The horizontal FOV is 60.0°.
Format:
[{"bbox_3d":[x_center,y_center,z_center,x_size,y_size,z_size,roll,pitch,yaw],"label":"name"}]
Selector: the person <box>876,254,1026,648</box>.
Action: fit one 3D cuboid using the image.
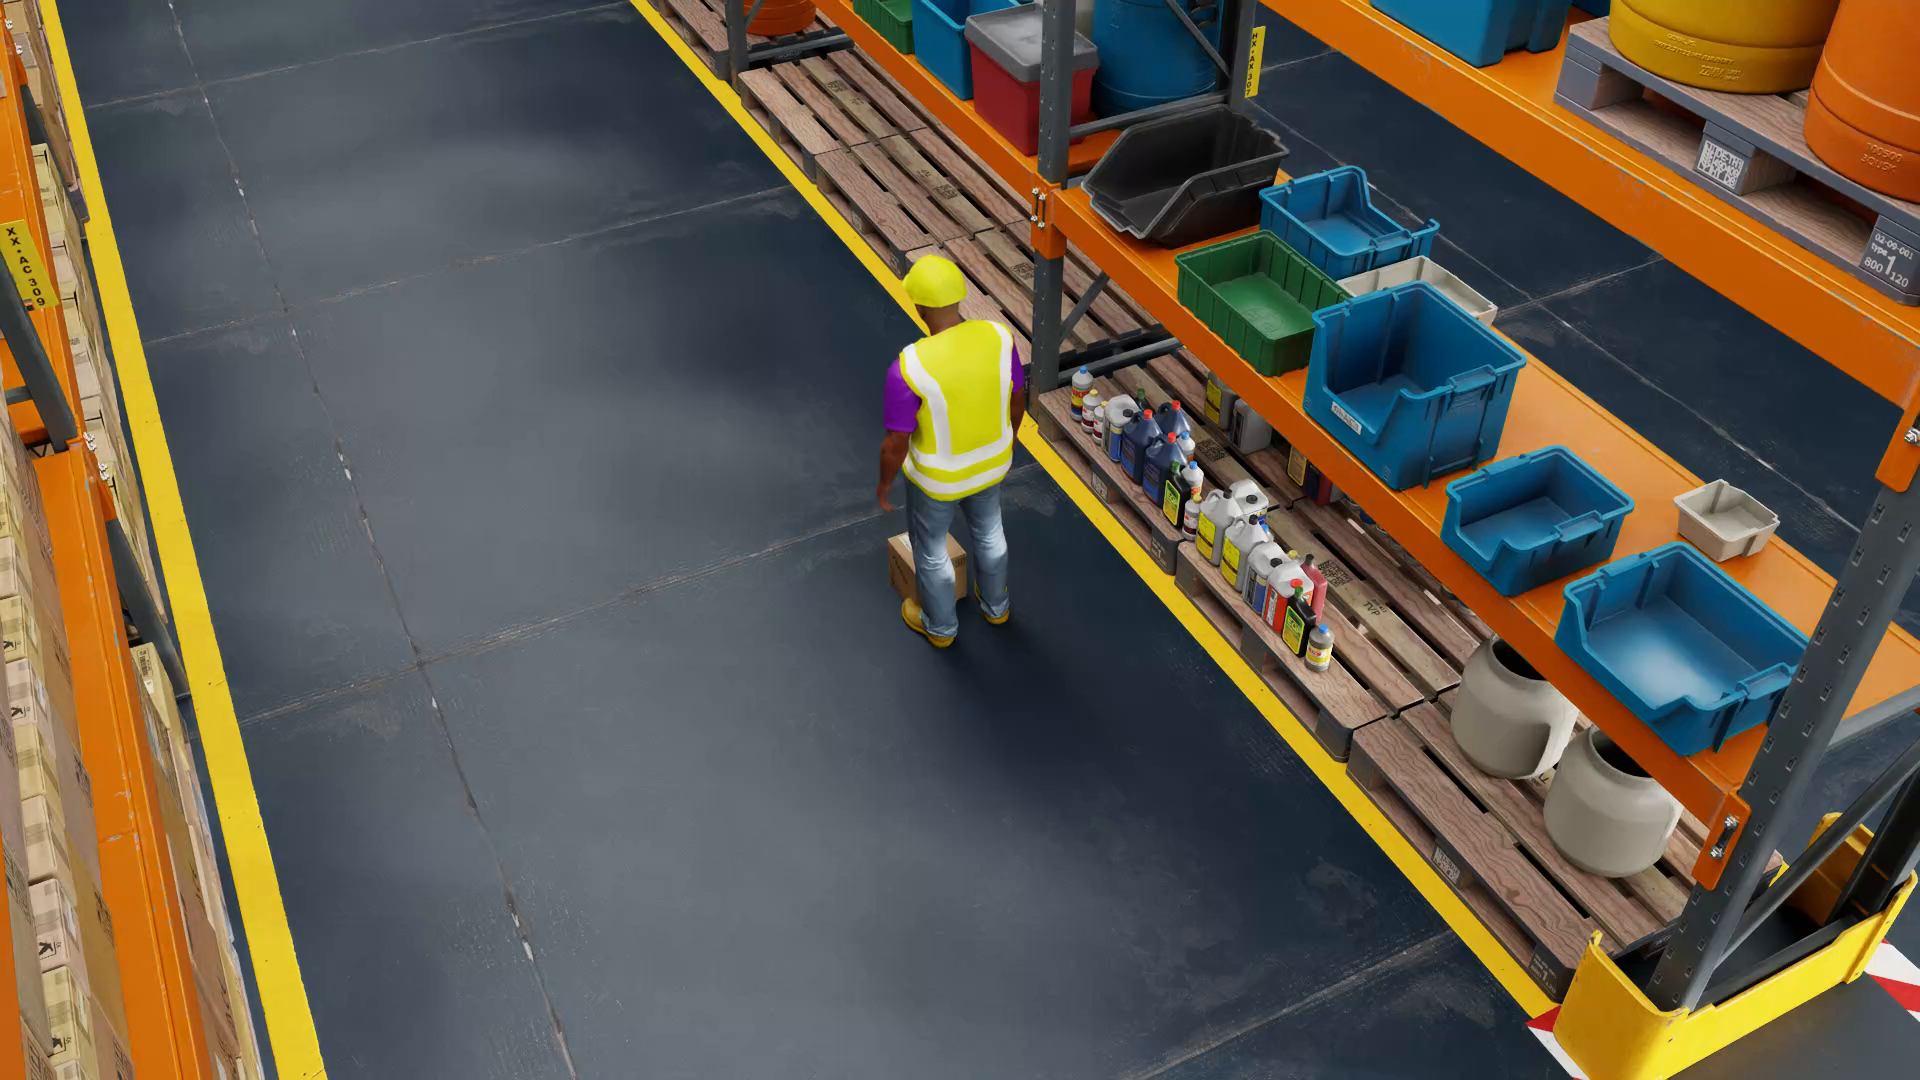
[{"bbox_3d":[-0.037,-0.318,6.510,0.636,1.761,0.454,-21,45,-22],"label":"person"}]
